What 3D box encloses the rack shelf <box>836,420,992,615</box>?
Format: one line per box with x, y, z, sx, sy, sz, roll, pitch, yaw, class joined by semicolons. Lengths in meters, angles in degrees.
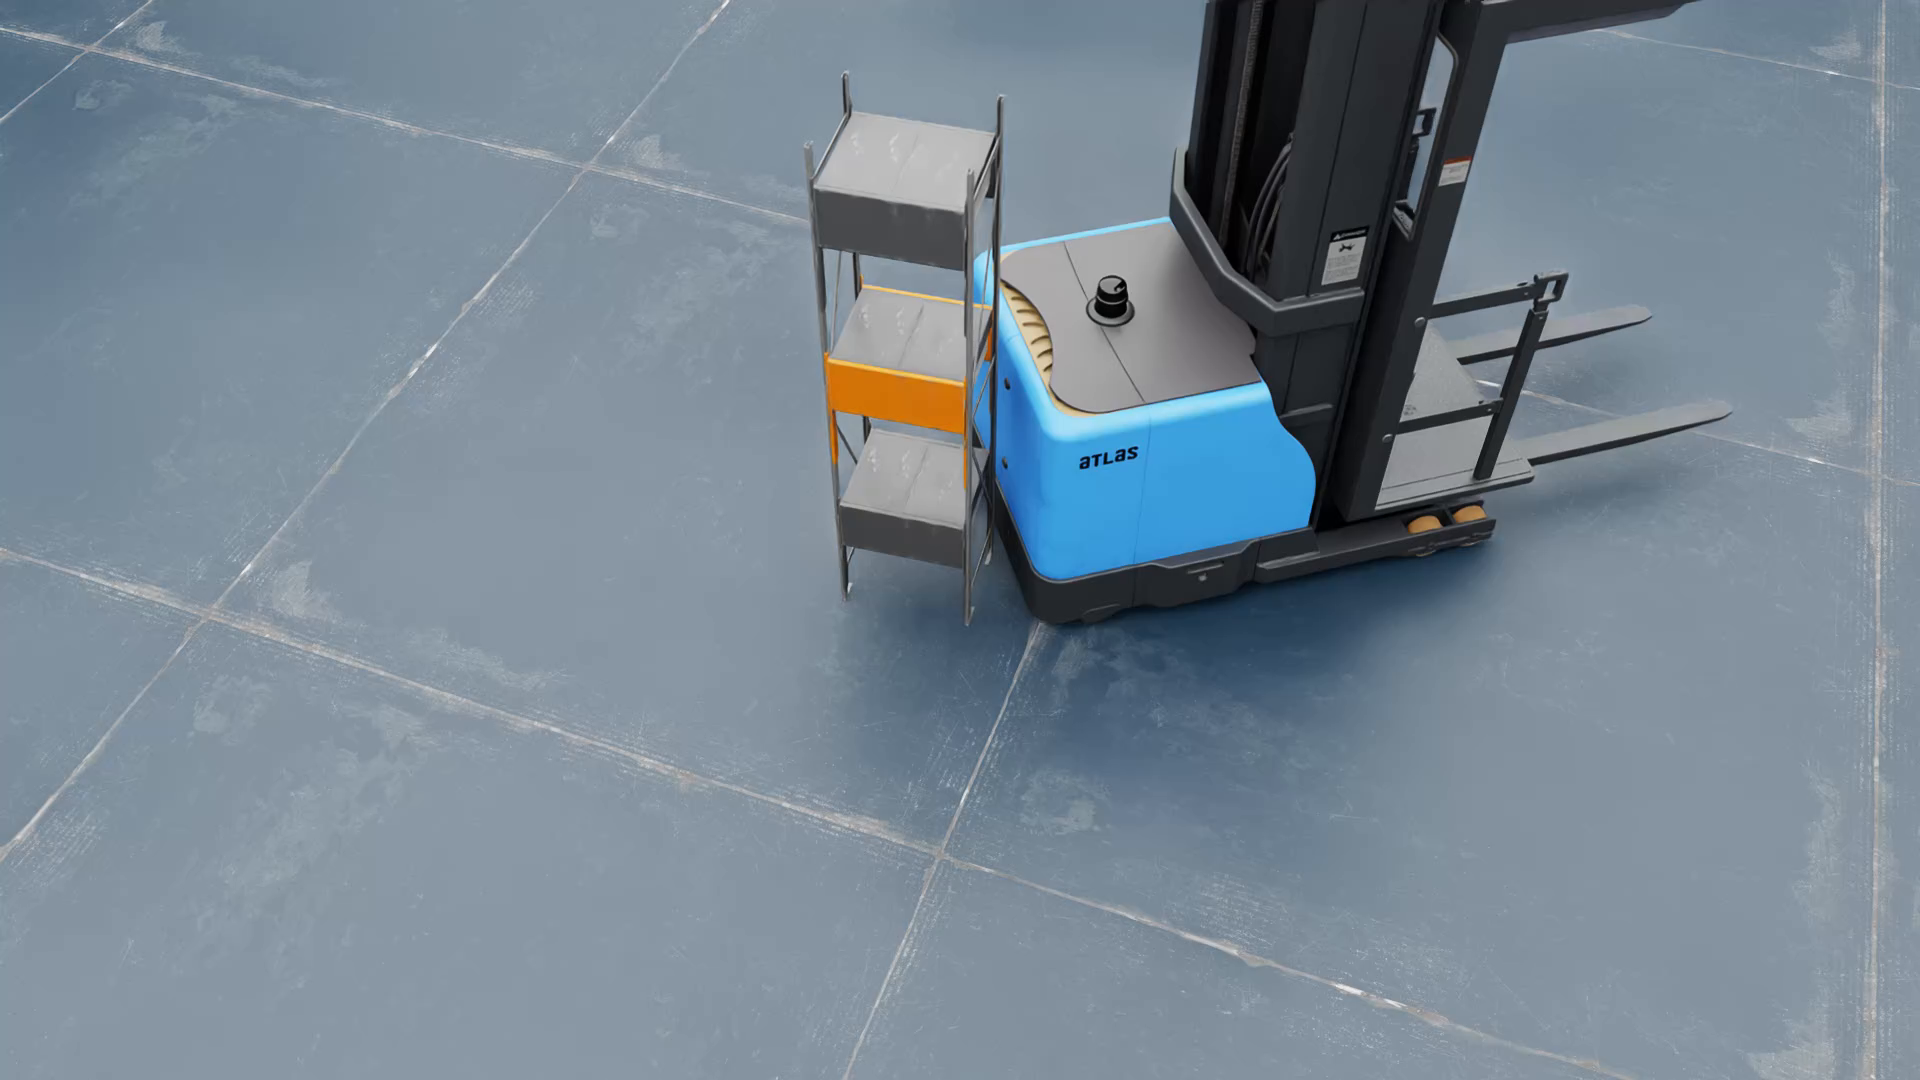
-0.160;-0.083;6.244;0.480;0.518;0.431;11;50;9;rack shelf

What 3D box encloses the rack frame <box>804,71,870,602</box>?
-0.397;-0.597;5.745;0.015;2.100;0.400;11;50;9;rack frame

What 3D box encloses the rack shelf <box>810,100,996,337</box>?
-0.160;-1.000;5.186;0.480;0.518;0.431;11;50;9;rack shelf

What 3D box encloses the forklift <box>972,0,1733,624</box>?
1.604;-1.271;5.779;3.031;2.935;1.130;-12;50;-10;forklift

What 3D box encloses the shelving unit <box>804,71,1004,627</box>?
-0.160;-0.551;5.705;0.503;2.100;0.431;11;50;9;shelving unit

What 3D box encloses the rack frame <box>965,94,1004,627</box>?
0.076;-0.504;5.664;0.015;2.100;0.400;11;50;9;rack frame

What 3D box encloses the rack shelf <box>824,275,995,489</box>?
-0.160;-0.542;5.715;0.480;0.518;0.431;11;50;9;rack shelf
